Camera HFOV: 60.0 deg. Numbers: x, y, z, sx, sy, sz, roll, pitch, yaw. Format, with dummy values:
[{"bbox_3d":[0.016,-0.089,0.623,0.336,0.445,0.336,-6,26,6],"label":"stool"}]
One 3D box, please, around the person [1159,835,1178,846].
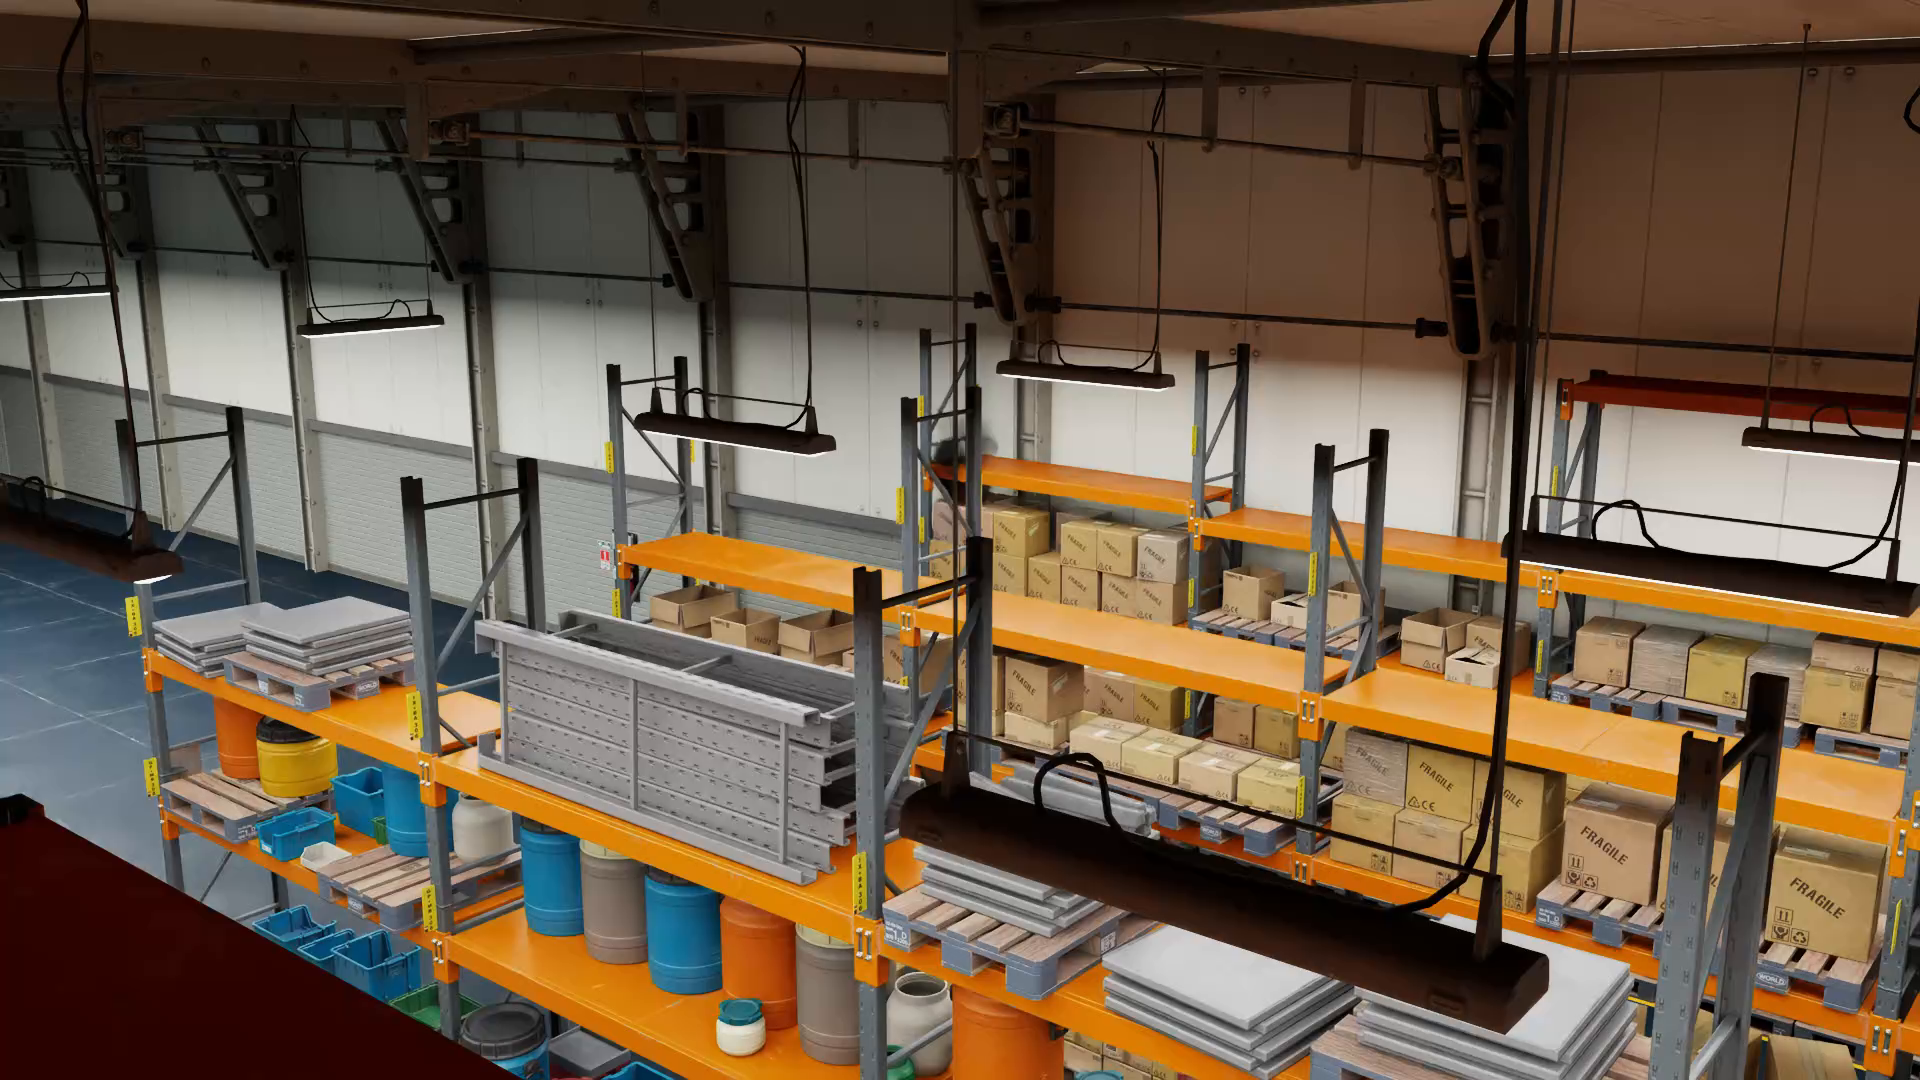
[{"bbox_3d":[1.911,3.588,16.370,0.811,1.834,0.672,11,17,40],"label":"person"}]
